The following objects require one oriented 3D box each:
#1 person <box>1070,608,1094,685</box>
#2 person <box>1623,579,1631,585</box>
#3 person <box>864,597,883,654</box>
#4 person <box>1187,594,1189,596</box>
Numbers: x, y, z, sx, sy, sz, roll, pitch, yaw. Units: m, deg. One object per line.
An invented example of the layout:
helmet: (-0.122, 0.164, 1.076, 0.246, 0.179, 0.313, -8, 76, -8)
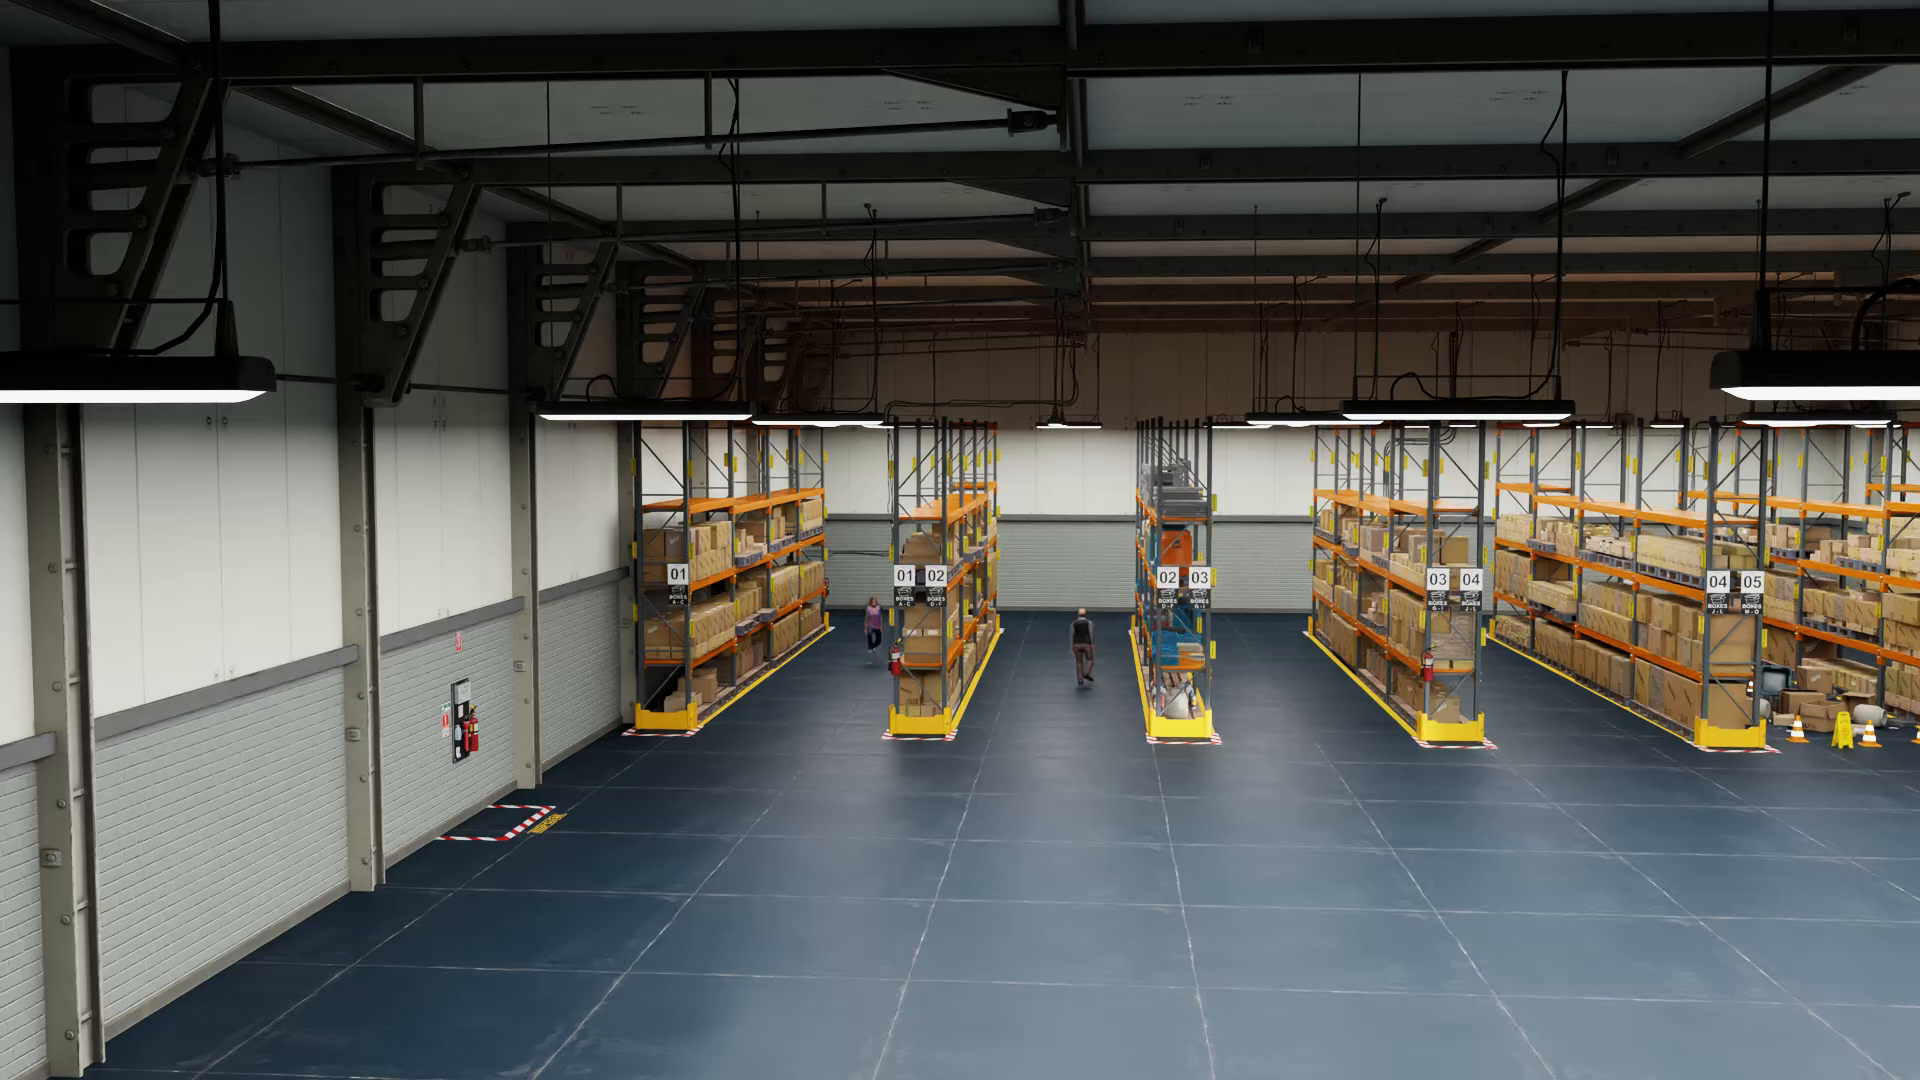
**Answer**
person: (2.759, 2.404, 37.599, 0.566, 1.712, 0.478, 1, 4, 14)
person: (18.061, 1.914, 44.976, 0.513, 1.752, 1.038, -3, 5, -37)
person: (-2.140, 2.122, 41.099, 0.454, 1.446, 0.839, -1, 4, -10)
person: (6.215, 1.998, 44.897, 0.456, 1.595, 0.450, 1, 4, 17)
